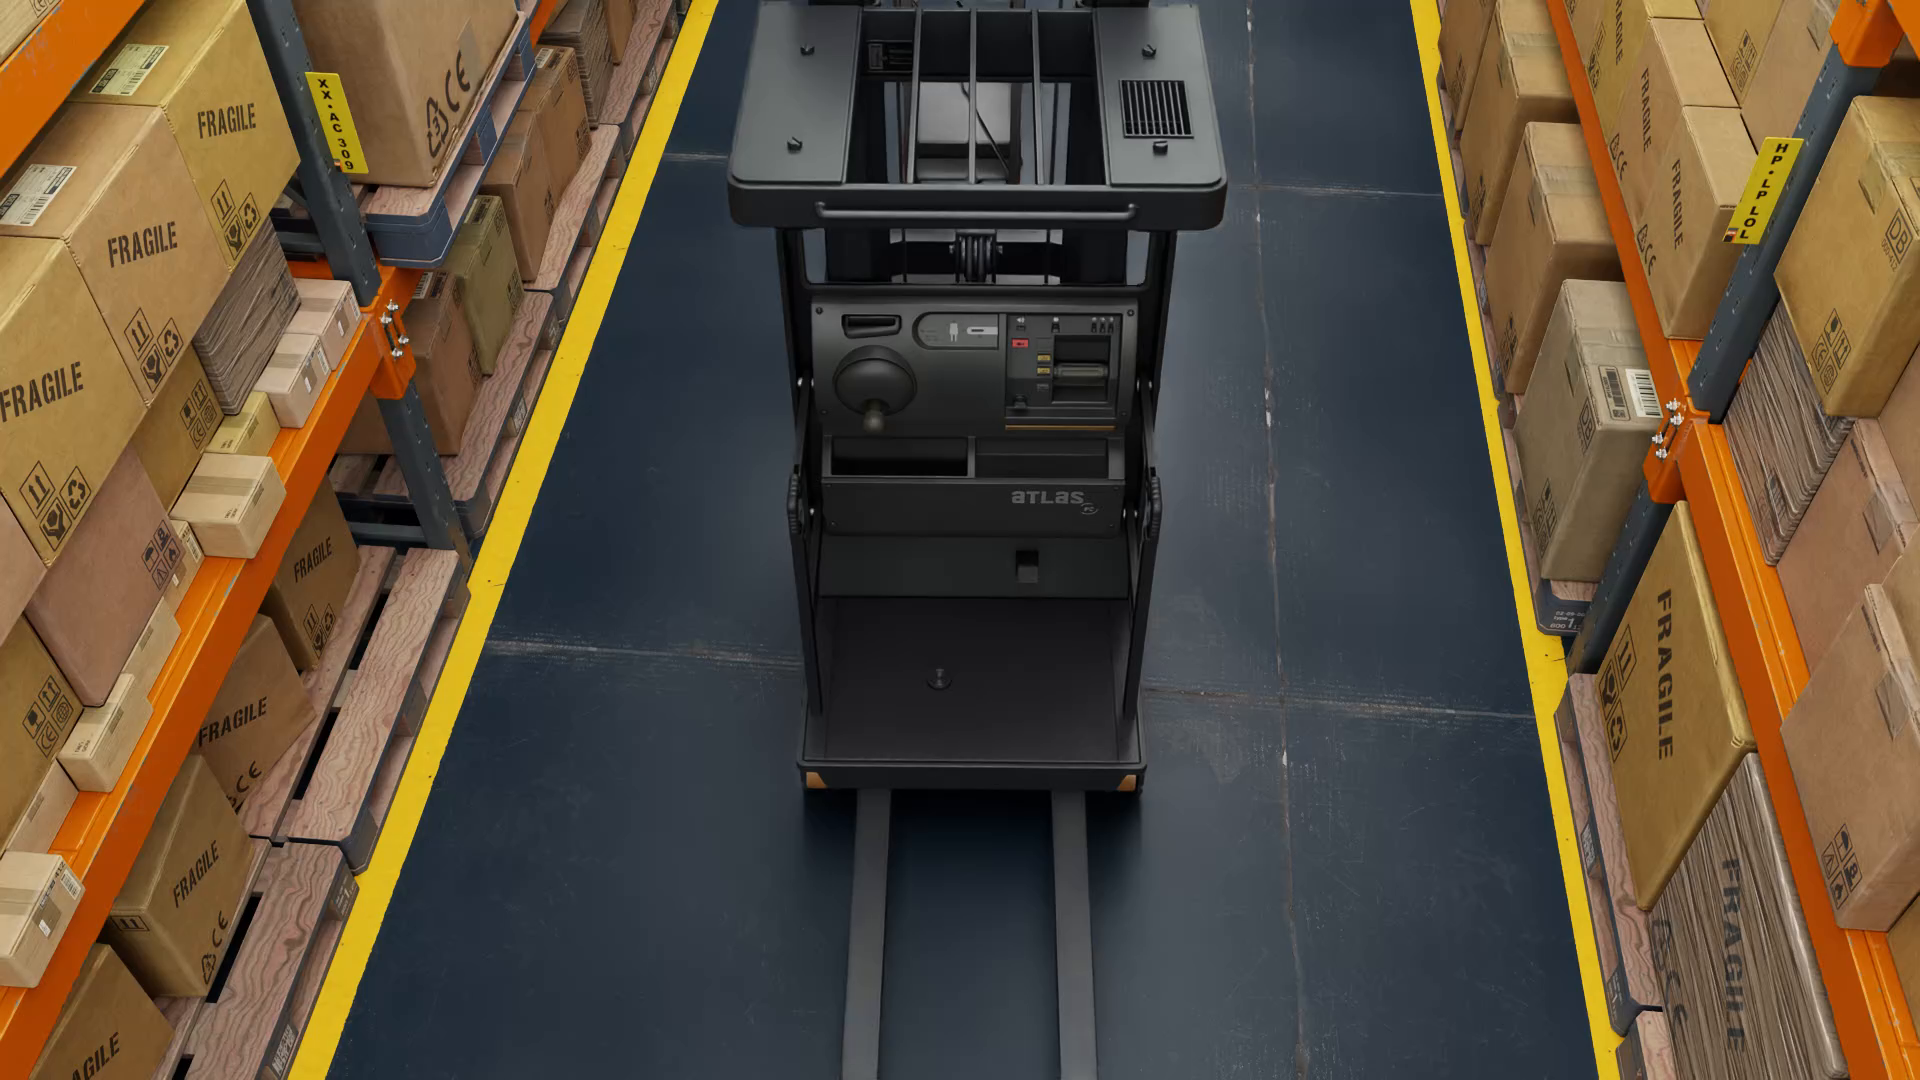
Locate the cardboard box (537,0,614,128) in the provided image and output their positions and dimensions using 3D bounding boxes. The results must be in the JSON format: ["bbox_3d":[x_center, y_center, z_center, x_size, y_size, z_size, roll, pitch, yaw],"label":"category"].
[{"bbox_3d":[-2.021,-2.258,7.678,0.700,0.500,0.500,0,48,0],"label":"cardboard box"}]

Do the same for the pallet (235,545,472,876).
[{"bbox_3d":[-2.332,0.521,5.631,1.003,0.211,1.213,4,48,4],"label":"pallet"}]

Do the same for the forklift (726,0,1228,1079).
[{"bbox_3d":[0.041,-0.401,4.630,1.130,2.935,3.031,0,48,0],"label":"forklift"}]

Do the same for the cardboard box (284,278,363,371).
[{"bbox_3d":[-2.033,-0.654,4.985,0.380,0.149,0.250,4,48,4],"label":"cardboard box"}]

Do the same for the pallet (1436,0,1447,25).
[{"bbox_3d":[3.061,-3.081,8.925,1.003,0.211,1.213,4,48,4],"label":"pallet"}]

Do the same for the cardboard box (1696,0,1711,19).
[{"bbox_3d":[2.755,-1.994,5.296,0.700,0.500,0.500,4,48,4],"label":"cardboard box"}]

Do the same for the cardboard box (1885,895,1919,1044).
[{"bbox_3d":[2.460,0.904,3.289,0.875,0.550,0.500,4,48,4],"label":"cardboard box"}]

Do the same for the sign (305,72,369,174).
[{"bbox_3d":[-1.765,-1.178,4.708,0.100,0.325,0.005,4,48,4],"label":"sign"}]

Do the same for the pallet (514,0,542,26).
[{"bbox_3d":[-2.081,-2.333,6.481,1.003,0.211,1.213,4,48,4],"label":"pallet"}]

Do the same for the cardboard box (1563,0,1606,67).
[{"bbox_3d":[2.541,-2.059,6.033,0.500,0.500,0.500,3,48,3],"label":"cardboard box"}]

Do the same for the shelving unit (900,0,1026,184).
[{"bbox_3d":[0.011,-1.429,6.134,0.431,2.100,0.503,0,48,0],"label":"shelving unit"}]

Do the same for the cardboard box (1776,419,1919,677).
[{"bbox_3d":[2.575,0.119,4.007,0.875,0.550,0.550,4,48,4],"label":"cardboard box"}]

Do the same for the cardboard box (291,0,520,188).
[{"bbox_3d":[-2.094,-1.835,5.204,1.000,1.000,1.000,4,48,4],"label":"cardboard box"}]

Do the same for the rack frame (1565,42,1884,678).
[{"bbox_3d":[2.624,-0.508,4.682,1.000,3.000,0.127,4,48,4],"label":"rack frame"}]

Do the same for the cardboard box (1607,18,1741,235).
[{"bbox_3d":[2.451,-1.315,5.352,0.500,0.500,0.500,3,48,3],"label":"cardboard box"}]

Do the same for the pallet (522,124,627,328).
[{"bbox_3d":[-2.128,-1.446,7.430,1.003,0.211,1.213,4,48,4],"label":"pallet"}]

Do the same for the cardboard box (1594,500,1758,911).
[{"bbox_3d":[2.497,0.524,4.893,0.875,0.875,0.875,5,48,4],"label":"cardboard box"}]

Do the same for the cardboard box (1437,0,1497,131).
[{"bbox_3d":[2.843,-2.389,7.642,1.050,0.750,0.750,3,48,3],"label":"cardboard box"}]

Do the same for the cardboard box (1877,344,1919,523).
[{"bbox_3d":[2.622,-0.243,3.606,0.875,0.550,0.550,4,48,4],"label":"cardboard box"}]

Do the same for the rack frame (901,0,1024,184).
[{"bbox_3d":[0.008,-1.249,5.970,0.400,2.100,0.015,0,48,0],"label":"rack frame"}]

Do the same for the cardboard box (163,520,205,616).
[{"bbox_3d":[-2.214,0.075,4.319,0.380,0.149,0.250,4,48,4],"label":"cardboard box"}]

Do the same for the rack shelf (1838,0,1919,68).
[{"bbox_3d":[2.442,0.192,2.497,1.077,0.370,4.000,4,48,4],"label":"rack shelf"}]

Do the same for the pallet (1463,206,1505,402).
[{"bbox_3d":[2.728,-1.038,7.057,1.003,0.211,1.213,4,48,4],"label":"pallet"}]

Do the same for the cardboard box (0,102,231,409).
[{"bbox_3d":[-2.117,-0.671,3.884,0.500,0.500,0.500,4,48,4],"label":"cardboard box"}]

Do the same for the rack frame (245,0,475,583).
[{"bbox_3d":[-2.306,-0.916,5.055,1.000,3.000,0.127,4,48,4],"label":"rack frame"}]

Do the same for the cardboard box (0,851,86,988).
[{"bbox_3d":[-2.174,0.819,3.639,0.380,0.149,0.250,4,48,4],"label":"cardboard box"}]

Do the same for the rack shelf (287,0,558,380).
[{"bbox_3d":[-2.124,-2.143,6.665,1.077,0.370,4.000,4,48,4],"label":"rack shelf"}]

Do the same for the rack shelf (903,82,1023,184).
[{"bbox_3d":[0.011,-1.420,6.145,0.431,0.518,0.480,0,48,0],"label":"rack shelf"}]

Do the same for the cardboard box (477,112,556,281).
[{"bbox_3d":[-2.116,-1.431,6.922,0.700,0.500,0.500,0,48,0],"label":"cardboard box"}]

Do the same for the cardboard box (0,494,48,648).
[{"bbox_3d":[-2.213,0.063,3.212,0.500,0.500,0.500,4,48,4],"label":"cardboard box"}]

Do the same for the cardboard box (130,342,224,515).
[{"bbox_3d":[-2.489,-0.359,4.276,0.875,0.500,0.500,4,48,4],"label":"cardboard box"}]

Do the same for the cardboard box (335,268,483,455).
[{"bbox_3d":[-2.229,-0.671,6.227,0.700,0.500,0.500,1,48,1],"label":"cardboard box"}]

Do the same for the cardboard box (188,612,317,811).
[{"bbox_3d":[-2.427,0.498,5.171,0.500,0.500,0.500,18,50,16],"label":"cardboard box"}]

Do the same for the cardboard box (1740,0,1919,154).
[{"bbox_3d":[2.663,-1.245,4.610,0.700,0.500,0.500,3,48,3],"label":"cardboard box"}]

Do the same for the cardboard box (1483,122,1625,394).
[{"bbox_3d":[2.683,-1.062,6.428,1.050,0.750,0.750,4,48,4],"label":"cardboard box"}]

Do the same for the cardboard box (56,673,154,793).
[{"bbox_3d":[-2.184,0.448,3.978,0.380,0.149,0.250,4,48,4],"label":"cardboard box"}]

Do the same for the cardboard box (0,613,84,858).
[{"bbox_3d":[-2.521,0.380,3.600,0.875,0.500,0.500,4,48,4],"label":"cardboard box"}]

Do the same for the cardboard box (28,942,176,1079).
[{"bbox_3d":[-2.501,1.367,4.376,0.500,0.500,0.500,8,48,7],"label":"cardboard box"}]

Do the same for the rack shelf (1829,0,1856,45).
[{"bbox_3d":[2.806,-2.748,5.185,1.077,0.370,4.000,4,48,4],"label":"rack shelf"}]

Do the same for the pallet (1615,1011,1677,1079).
[{"bbox_3d":[2.368,1.885,4.383,1.003,0.211,1.213,4,48,4],"label":"pallet"}]

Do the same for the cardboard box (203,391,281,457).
[{"bbox_3d":[-2.148,-0.291,4.654,0.380,0.149,0.250,4,48,4],"label":"cardboard box"}]
